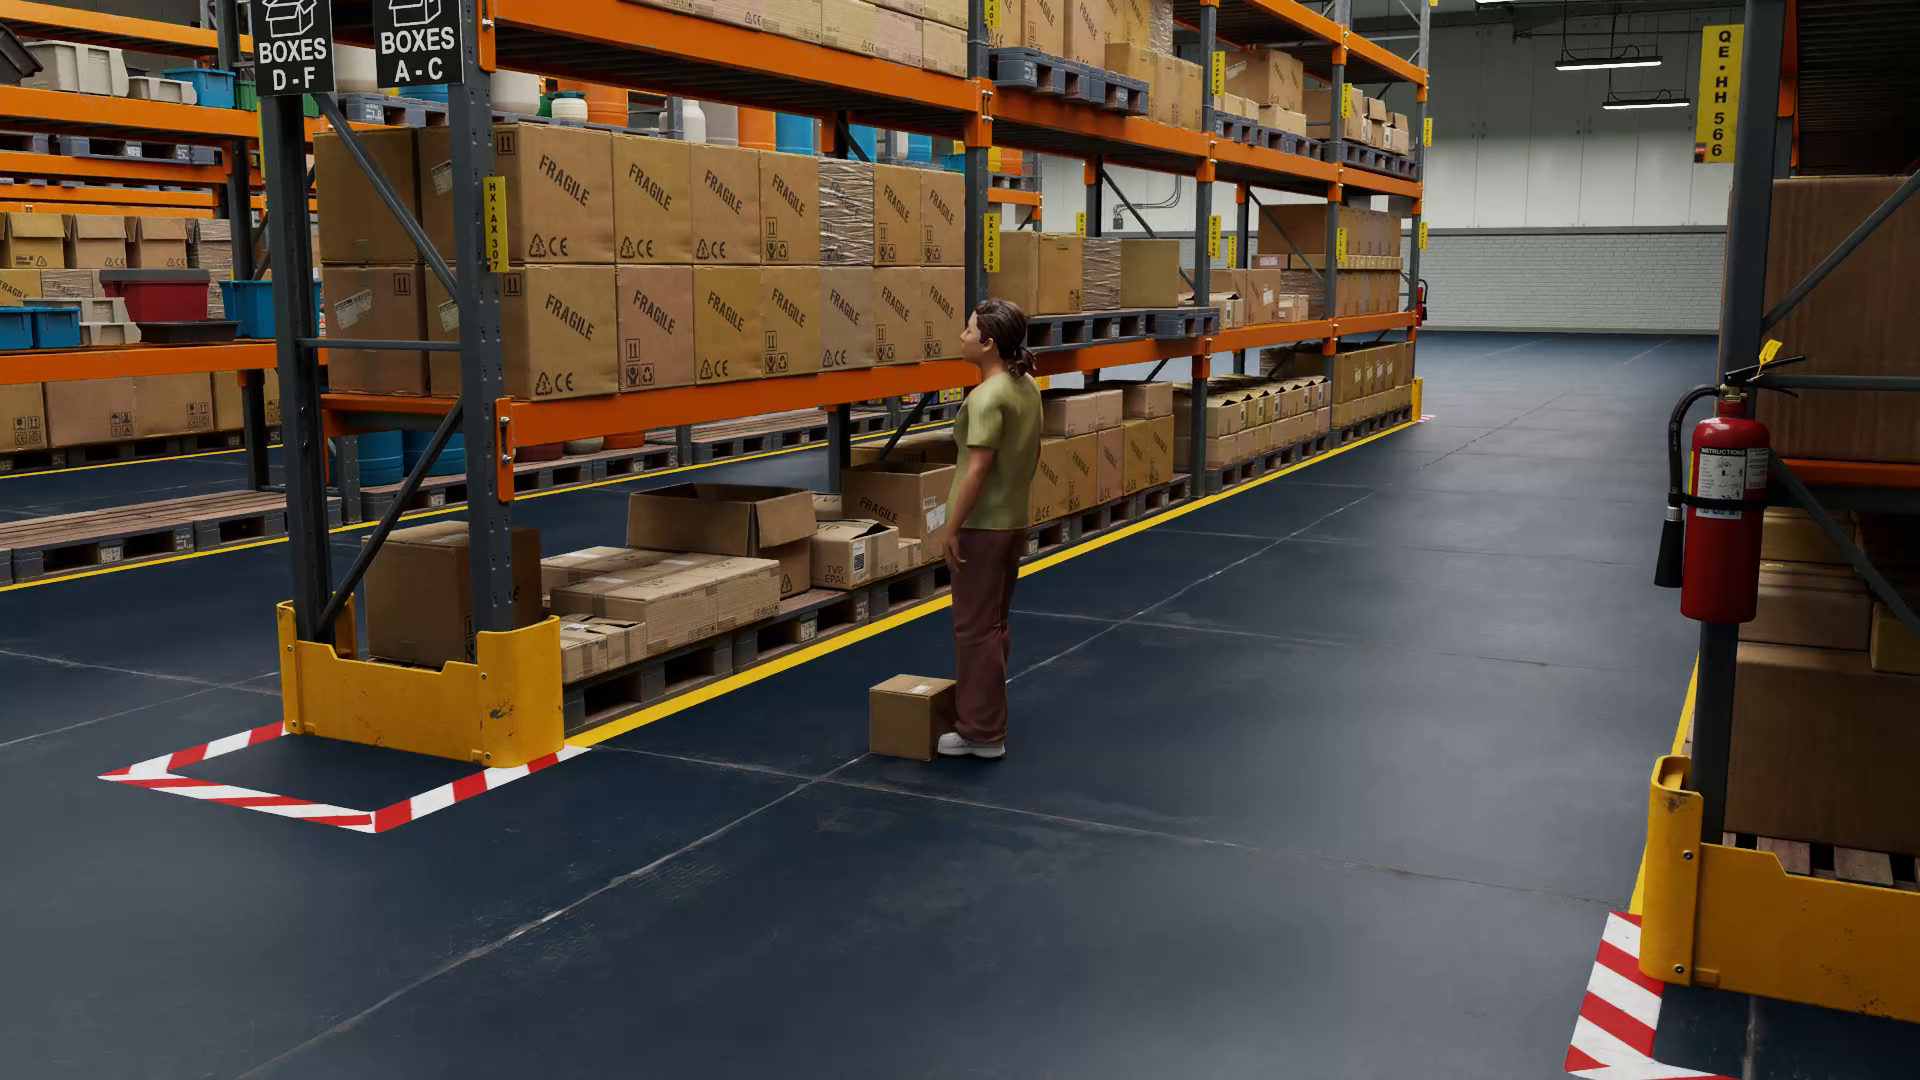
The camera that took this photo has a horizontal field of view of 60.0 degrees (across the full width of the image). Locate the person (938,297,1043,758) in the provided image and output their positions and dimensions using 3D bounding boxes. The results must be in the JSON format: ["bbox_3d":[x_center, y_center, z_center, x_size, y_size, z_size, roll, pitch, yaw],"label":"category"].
[{"bbox_3d":[0.025,-0.032,6.055,0.522,1.664,0.554,5,10,26],"label":"person"}]
